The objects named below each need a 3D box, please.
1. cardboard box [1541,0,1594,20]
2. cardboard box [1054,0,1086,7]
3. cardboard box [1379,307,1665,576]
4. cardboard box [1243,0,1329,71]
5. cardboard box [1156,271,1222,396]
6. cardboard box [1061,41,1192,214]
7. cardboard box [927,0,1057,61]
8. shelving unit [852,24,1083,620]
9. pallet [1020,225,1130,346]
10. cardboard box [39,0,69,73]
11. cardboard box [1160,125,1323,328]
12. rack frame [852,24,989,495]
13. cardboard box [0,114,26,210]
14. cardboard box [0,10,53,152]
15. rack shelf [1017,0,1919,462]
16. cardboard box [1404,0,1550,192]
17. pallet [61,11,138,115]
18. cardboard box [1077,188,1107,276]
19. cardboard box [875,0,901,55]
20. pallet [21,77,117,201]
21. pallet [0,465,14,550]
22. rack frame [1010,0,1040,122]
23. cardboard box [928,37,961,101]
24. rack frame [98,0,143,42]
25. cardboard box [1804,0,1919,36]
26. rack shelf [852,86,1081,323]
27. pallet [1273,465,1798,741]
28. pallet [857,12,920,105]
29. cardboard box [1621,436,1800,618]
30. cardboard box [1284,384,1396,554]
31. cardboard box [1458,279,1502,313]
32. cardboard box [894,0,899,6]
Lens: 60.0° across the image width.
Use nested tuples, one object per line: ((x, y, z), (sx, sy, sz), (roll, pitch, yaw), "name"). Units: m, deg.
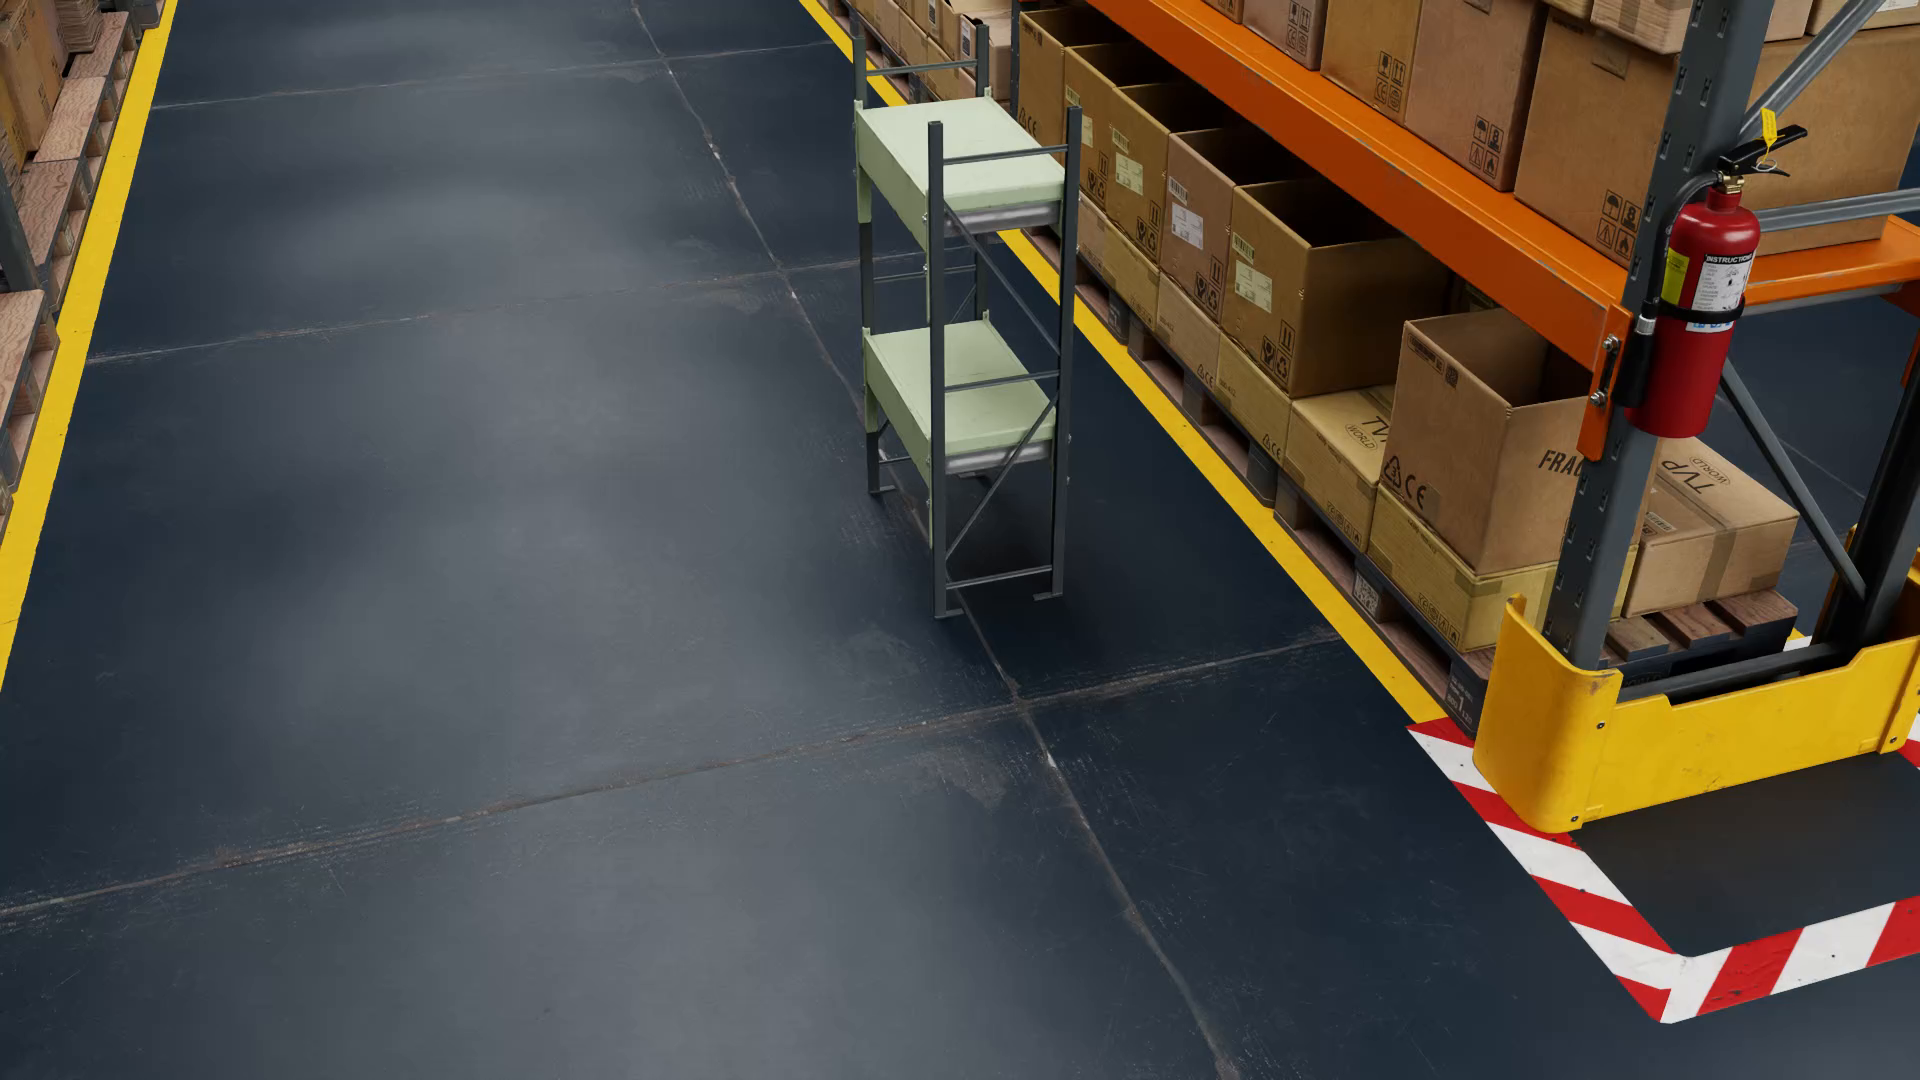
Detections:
((1.552, -1.330, 3.863), (0.380, 0.149, 0.250), (-9, 35, -14), "cardboard box")
((0.674, -2.596, 8.063), (0.500, 0.311, 0.500), (-10, 35, -15), "cardboard box")
((1.484, -0.284, 4.392), (0.500, 0.500, 0.500), (-10, 35, -15), "cardboard box")
((1.326, -1.813, 5.182), (0.700, 0.500, 0.500), (-9, 35, -13), "cardboard box")
((1.017, -0.757, 5.788), (0.500, 0.250, 0.500), (-10, 35, -15), "cardboard box")
((0.714, -1.595, 6.377), (0.500, 0.500, 0.500), (-10, 35, -15), "cardboard box")
((0.150, -2.510, 7.933), (0.500, 0.311, 0.500), (-9, 35, -13), "cardboard box")
((0.002, -0.622, 4.831), (0.431, 1.500, 0.755), (-10, 35, -15), "shelving unit")
((0.914, -1.224, 6.911), (1.003, 0.211, 1.213), (-10, 35, -15), "pallet")
((-4.910, -2.558, 8.269), (0.700, 0.500, 0.500), (-10, 35, -15), "cardboard box")
((1.014, -1.069, 5.581), (0.500, 0.500, 0.500), (-10, 35, -15), "cardboard box")
((-0.110, -0.814, 5.122), (0.400, 1.500, 0.023), (-10, 35, -15), "rack frame")
((-4.246, -1.501, 6.669), (0.700, 0.500, 0.500), (-9, 34, -13), "cardboard box")
((-4.568, -2.039, 7.483), (0.700, 0.500, 0.500), (-10, 35, -14), "cardboard box")
((1.321, -1.462, 5.394), (1.077, 0.370, 4.000), (-10, 35, -15), "rack shelf")
((1.636, -1.276, 4.369), (0.700, 0.500, 0.500), (-9, 35, -13), "cardboard box")
((-4.989, -2.503, 8.847), (1.003, 0.211, 1.213), (-10, 35, -15), "pallet")
((0.711, -1.282, 6.583), (0.500, 0.250, 0.500), (-10, 35, -15), "cardboard box")
((-0.155, -2.811, 8.896), (0.500, 0.250, 0.500), (-9, 35, -14), "cardboard box")
((-4.620, -1.864, 7.879), (1.003, 0.211, 1.213), (-10, 35, -15), "pallet")
((-3.391, 0.175, 4.794), (1.003, 0.211, 1.213), (-10, 35, -15), "pallet")
((0.711, -2.812, 6.785), (1.000, 3.000, 0.127), (-10, 35, -15), "rack frame")
((0.156, -2.275, 8.085), (0.500, 0.250, 0.500), (-11, 35, -15), "cardboard box")
((-5.226, -4.077, 8.699), (1.000, 3.000, 0.127), (-10, 35, -15), "rack frame")
((2.016, -1.266, 3.767), (0.380, 0.149, 0.250), (-10, 35, -15), "cardboard box")
((0.002, -0.948, 4.616), (0.431, 0.370, 0.720), (-10, 35, -15), "rack shelf")
((1.658, 0.057, 4.972), (1.003, 0.211, 1.213), (-10, 35, -15), "pallet")
((0.073, -2.670, 9.100), (1.003, 0.211, 1.213), (-10, 35, -15), "pallet")
((1.979, -0.059, 4.731), (0.500, 0.250, 0.500), (-10, 35, -15), "cardboard box")
((1.322, -0.232, 4.994), (0.500, 0.250, 0.500), (-10, 35, -15), "cardboard box")
((1.825, -0.634, 4.921), (0.500, 0.500, 0.500), (-10, 35, -15), "cardboard box")
((-0.150, -3.037, 8.730), (0.500, 0.311, 0.500), (-10, 35, -15), "cardboard box")
